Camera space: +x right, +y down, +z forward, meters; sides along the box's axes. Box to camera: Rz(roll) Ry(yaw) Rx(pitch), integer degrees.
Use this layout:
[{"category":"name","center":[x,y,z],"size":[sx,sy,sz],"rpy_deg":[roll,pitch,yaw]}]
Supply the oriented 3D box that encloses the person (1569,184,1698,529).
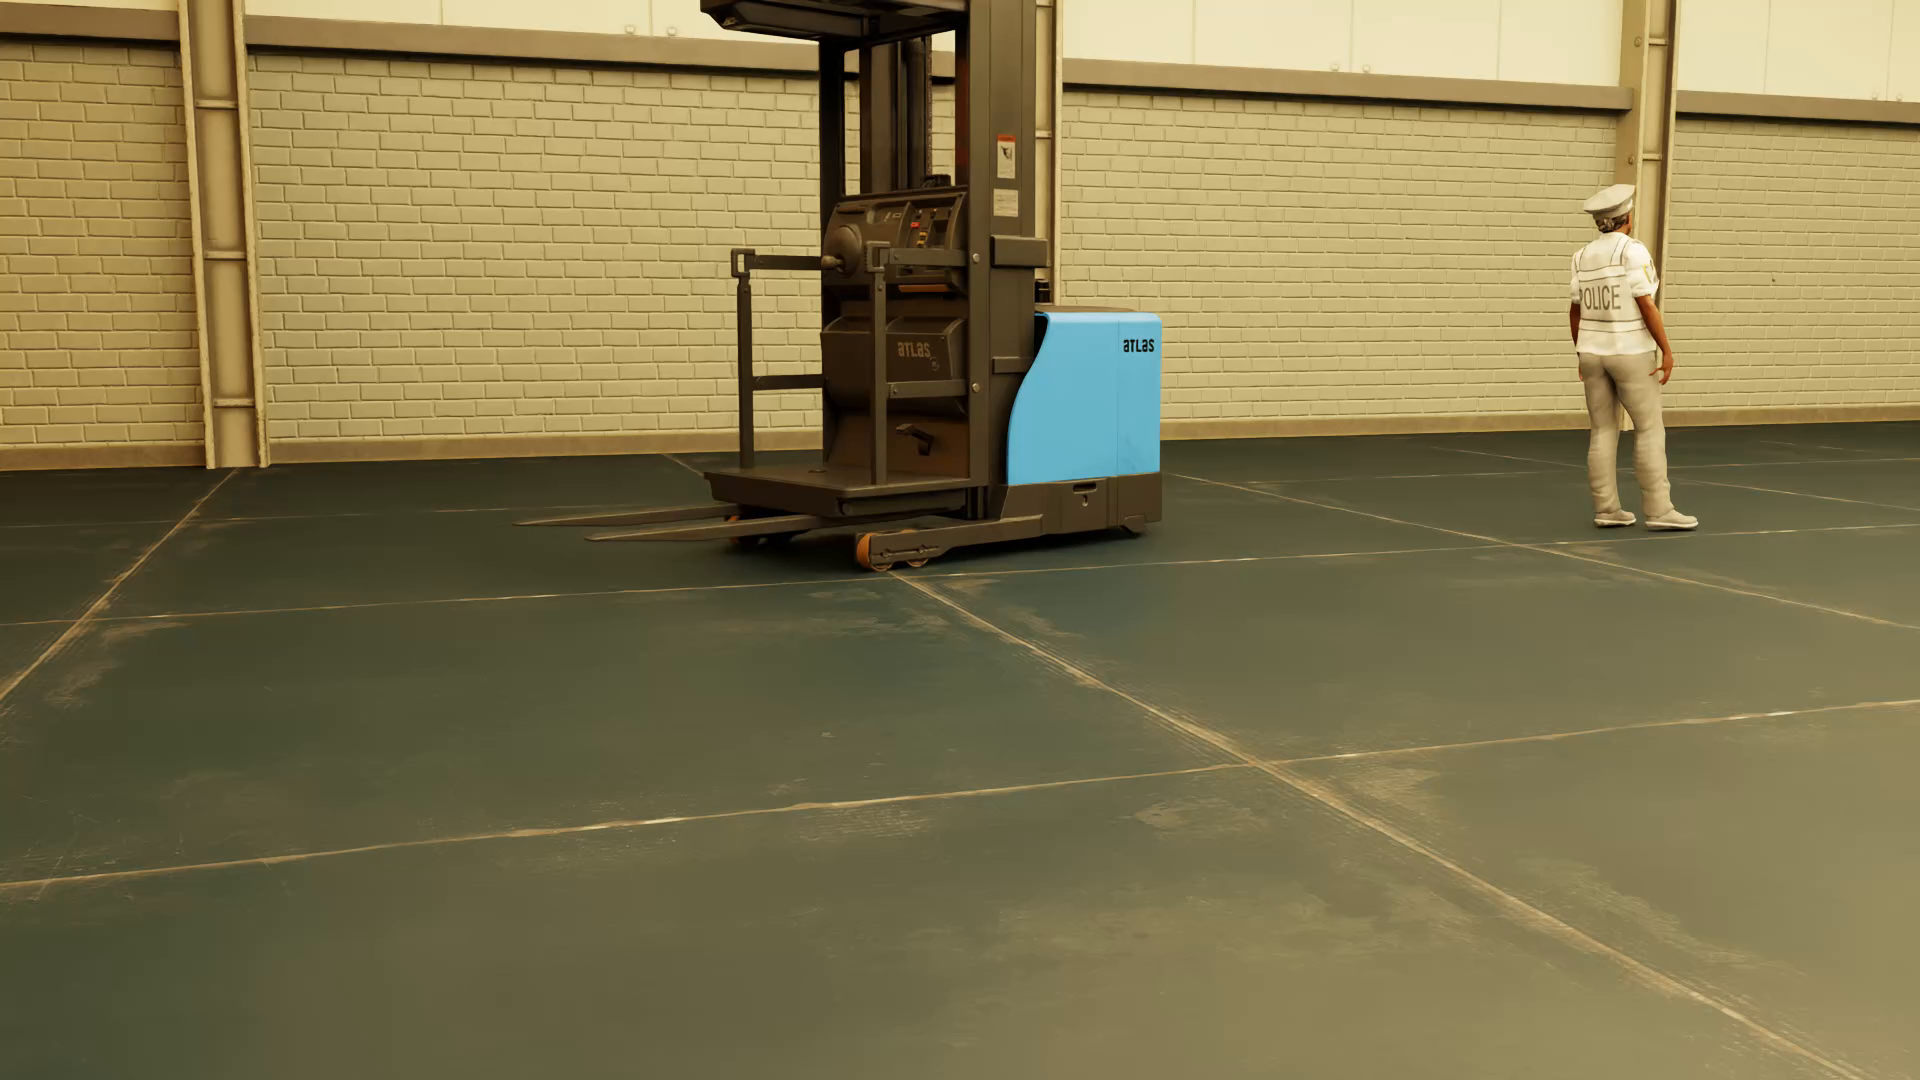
[{"category":"person","center":[3.338,-0.912,8.290],"size":[0.528,1.698,0.570],"rpy_deg":[-4,9,-29]}]

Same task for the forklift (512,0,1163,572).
[{"category":"forklift","center":[-0.461,-1.399,7.333],"size":[3.031,2.935,1.130],"rpy_deg":[-7,10,-40]}]
